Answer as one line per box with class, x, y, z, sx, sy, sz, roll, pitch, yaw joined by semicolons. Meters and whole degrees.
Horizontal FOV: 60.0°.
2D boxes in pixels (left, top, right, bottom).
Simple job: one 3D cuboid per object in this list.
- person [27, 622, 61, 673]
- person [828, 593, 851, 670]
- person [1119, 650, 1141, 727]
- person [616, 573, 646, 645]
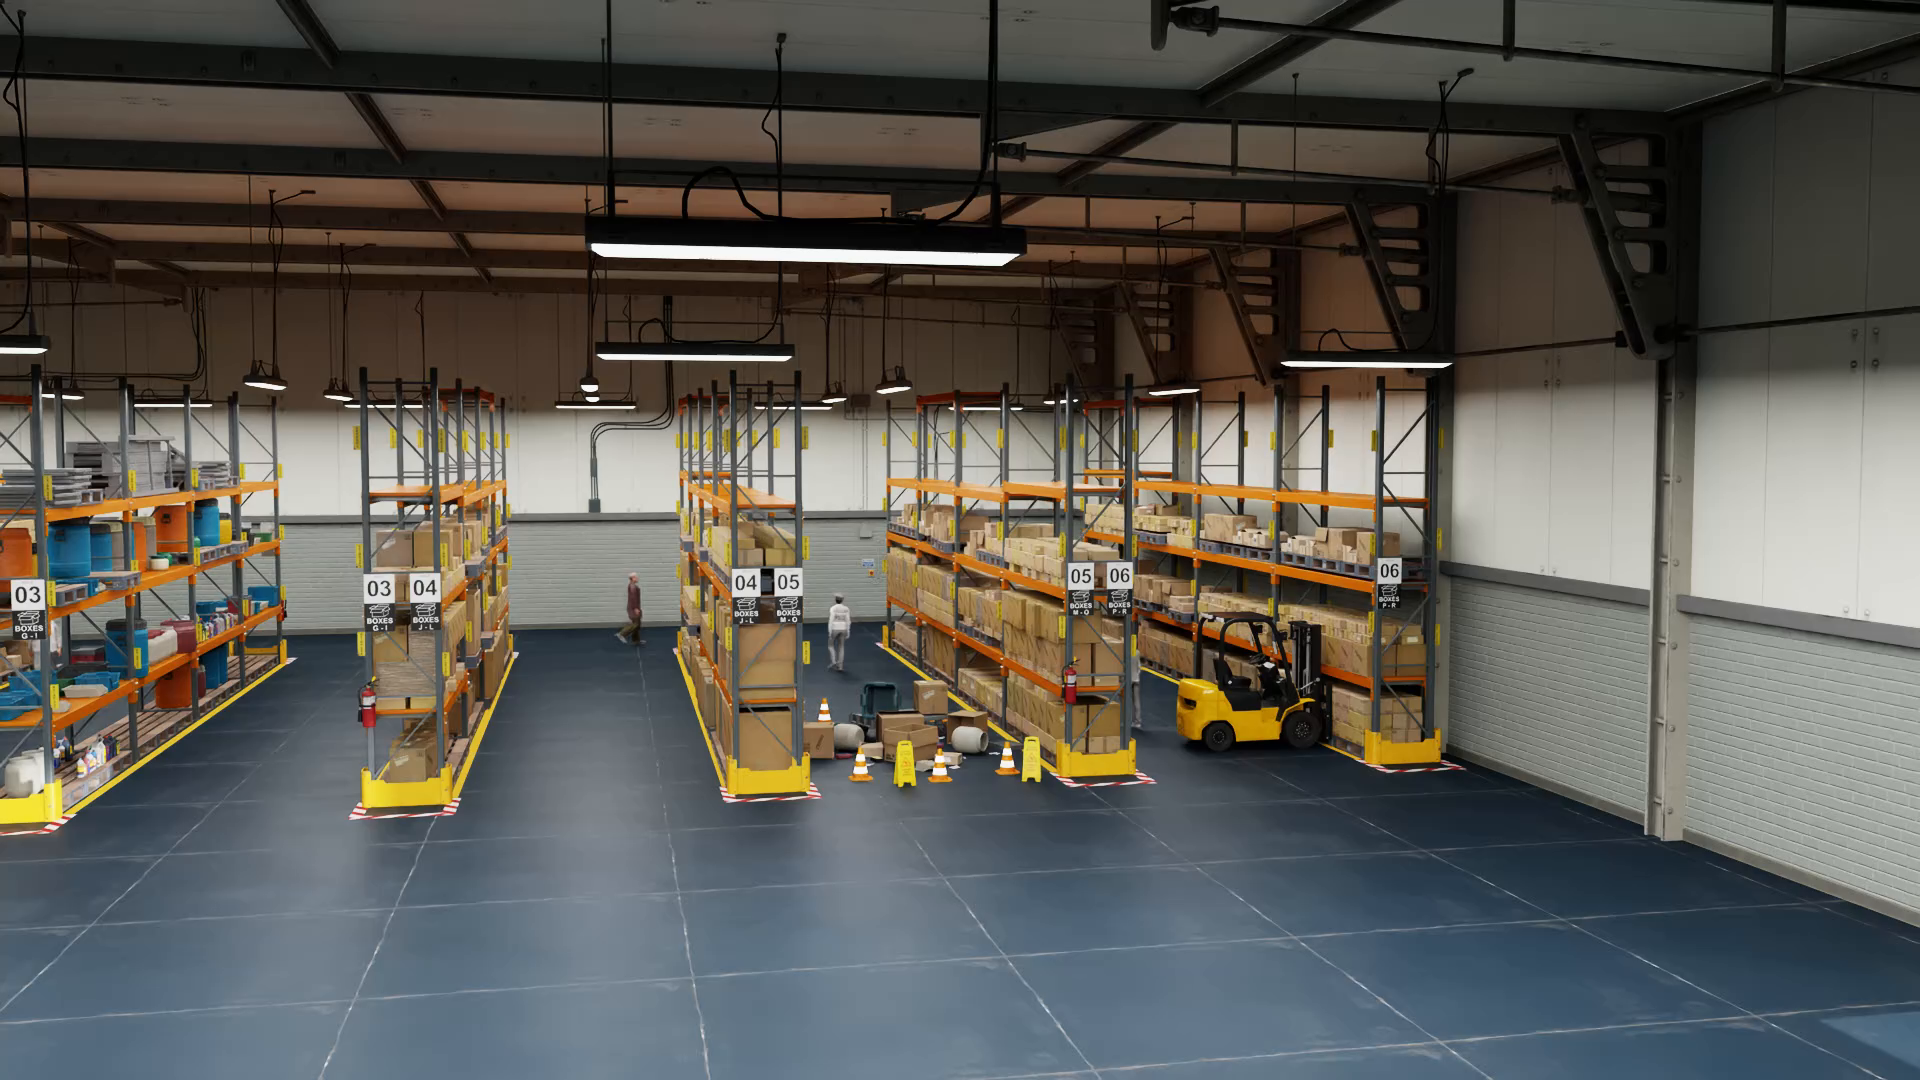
person;-18.056;2.177;32.799;0.638;1.719;1.068;-1;4;-15
person;-2.641;1.997;36.291;0.522;1.675;0.407;-1;4;-18
person;2.989;2.488;29.088;0.434;1.598;0.724;-1;4;-22
person;-8.029;1.687;40.550;0.810;1.770;0.609;-2;4;-29
